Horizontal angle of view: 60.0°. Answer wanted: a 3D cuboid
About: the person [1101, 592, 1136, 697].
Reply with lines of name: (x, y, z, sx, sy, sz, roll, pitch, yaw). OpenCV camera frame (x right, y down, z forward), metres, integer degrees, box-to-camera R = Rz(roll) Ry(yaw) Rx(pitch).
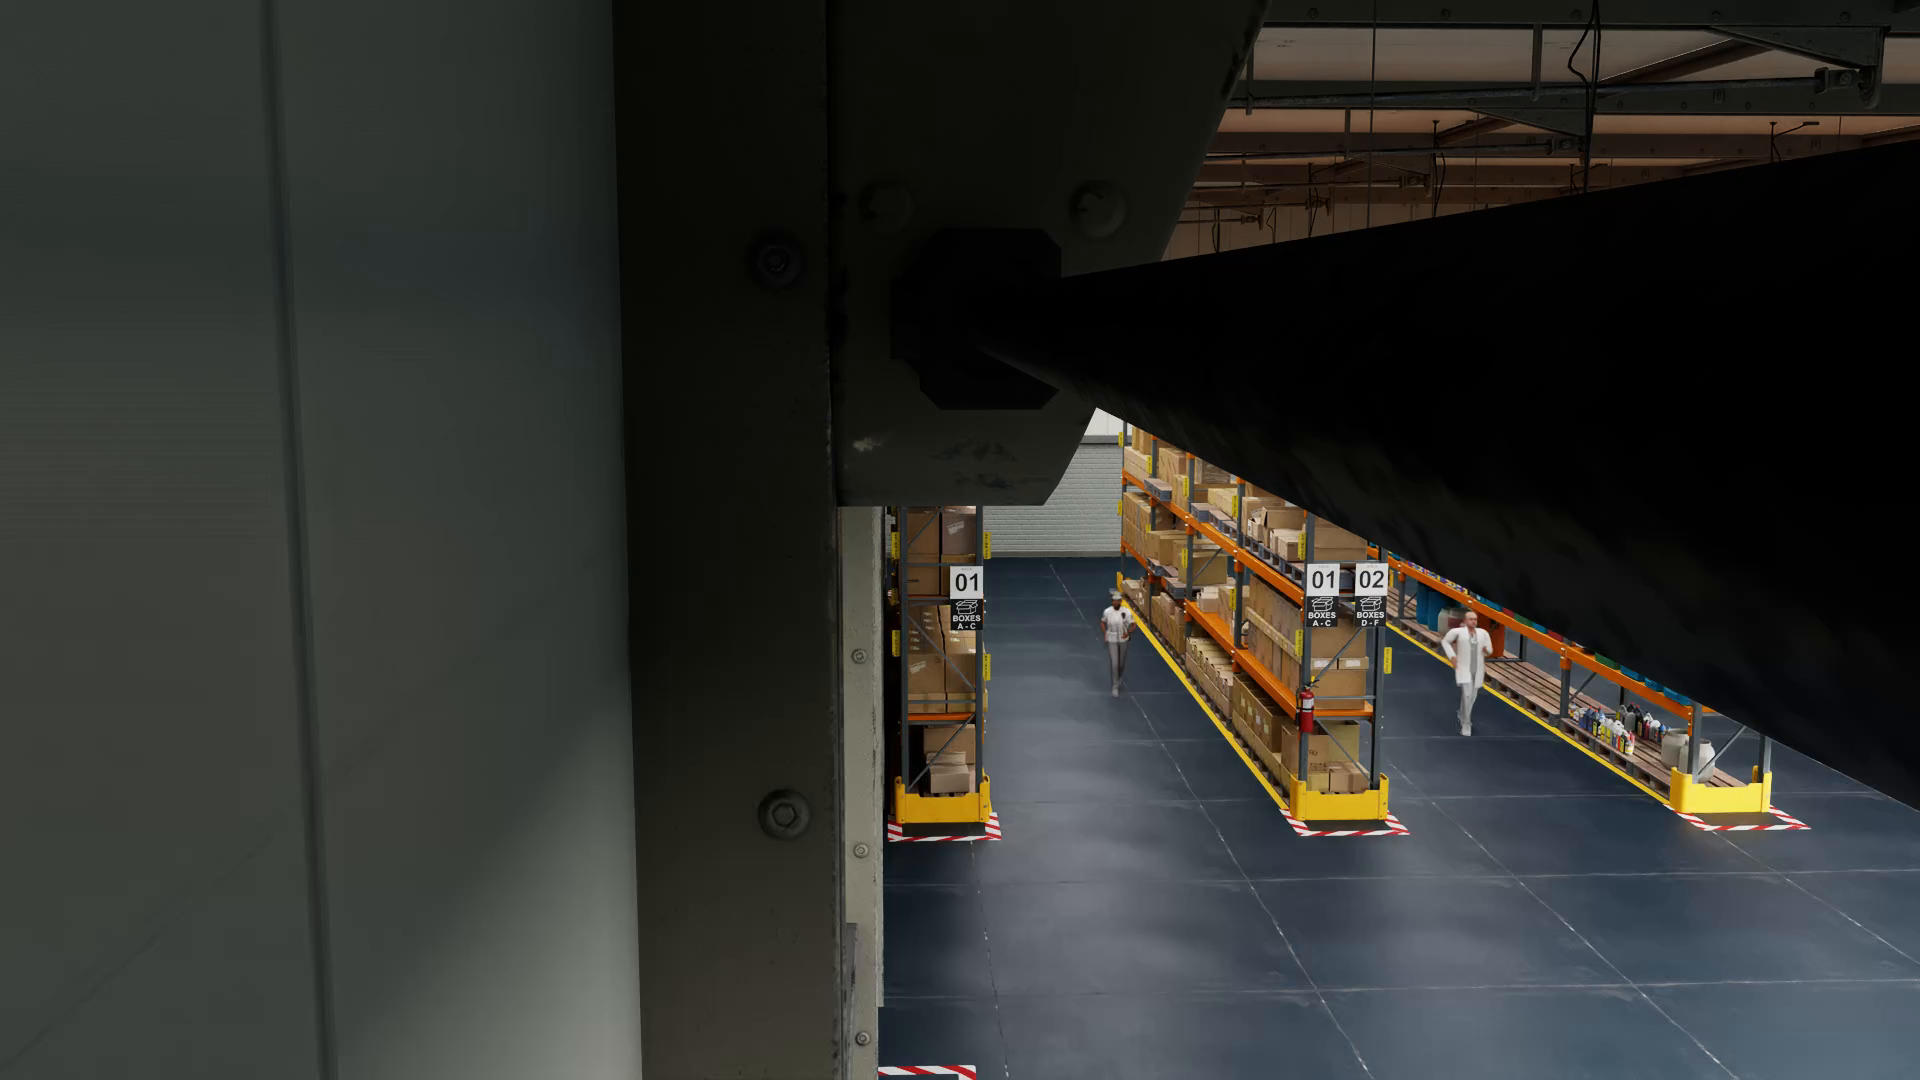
person: (2.590, 1.657, 27.207, 0.573, 1.696, 0.859, 1, 8, 4)

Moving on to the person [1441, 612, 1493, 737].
person: (7.588, 1.980, 24.787, 0.682, 1.841, 0.801, -1, 8, -6)
